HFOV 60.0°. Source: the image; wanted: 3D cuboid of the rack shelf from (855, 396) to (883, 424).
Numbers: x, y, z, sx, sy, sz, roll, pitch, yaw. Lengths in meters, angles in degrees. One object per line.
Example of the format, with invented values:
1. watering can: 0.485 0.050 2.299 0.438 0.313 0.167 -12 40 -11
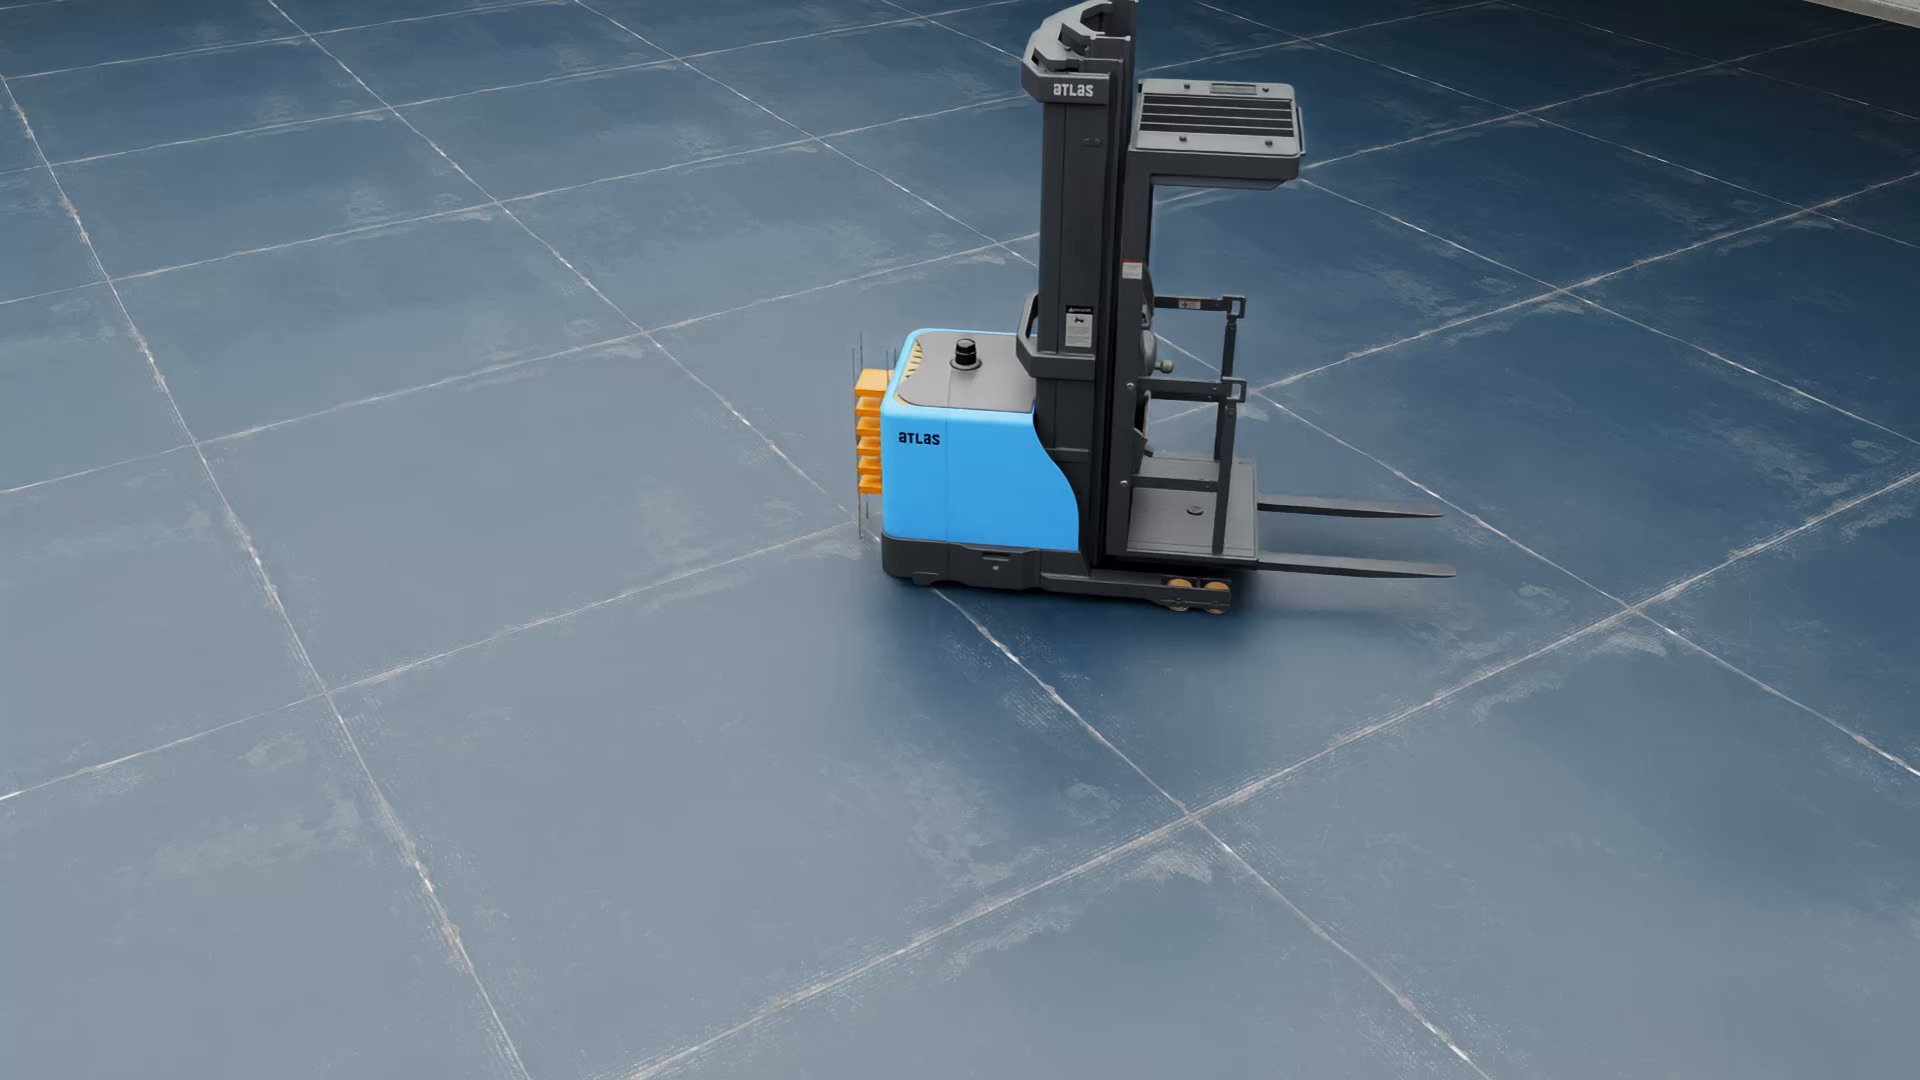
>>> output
1. rack shelf: -0.456 -0.724 9.028 0.180 0.103 0.258 4 32 7

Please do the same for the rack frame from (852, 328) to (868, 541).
1. rack frame: -0.547 -0.565 9.143 0.006 1.200 0.240 4 32 7

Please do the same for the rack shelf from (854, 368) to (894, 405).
1. rack shelf: -0.456 -0.825 8.964 0.180 0.103 0.258 4 32 7

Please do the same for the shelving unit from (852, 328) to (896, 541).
1. shelving unit: -0.456 -0.558 9.132 0.189 1.200 0.258 4 32 7

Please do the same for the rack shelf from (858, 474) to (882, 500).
1. rack shelf: -0.456 -0.318 9.284 0.180 0.103 0.258 4 32 7

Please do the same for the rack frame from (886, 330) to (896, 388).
1. rack frame: -0.366 -0.552 9.122 0.006 1.200 0.240 4 32 7

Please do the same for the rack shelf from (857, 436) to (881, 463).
1. rack shelf: -0.456 -0.521 9.156 0.180 0.103 0.258 4 32 7

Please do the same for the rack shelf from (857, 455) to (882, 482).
1. rack shelf: -0.456 -0.419 9.220 0.180 0.103 0.258 4 32 7

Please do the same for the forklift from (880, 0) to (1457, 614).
1. forklift: 1.136 -1.155 8.456 3.031 2.935 1.130 4 32 7

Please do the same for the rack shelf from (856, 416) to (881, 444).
1. rack shelf: -0.456 -0.622 9.092 0.180 0.103 0.258 4 32 7
